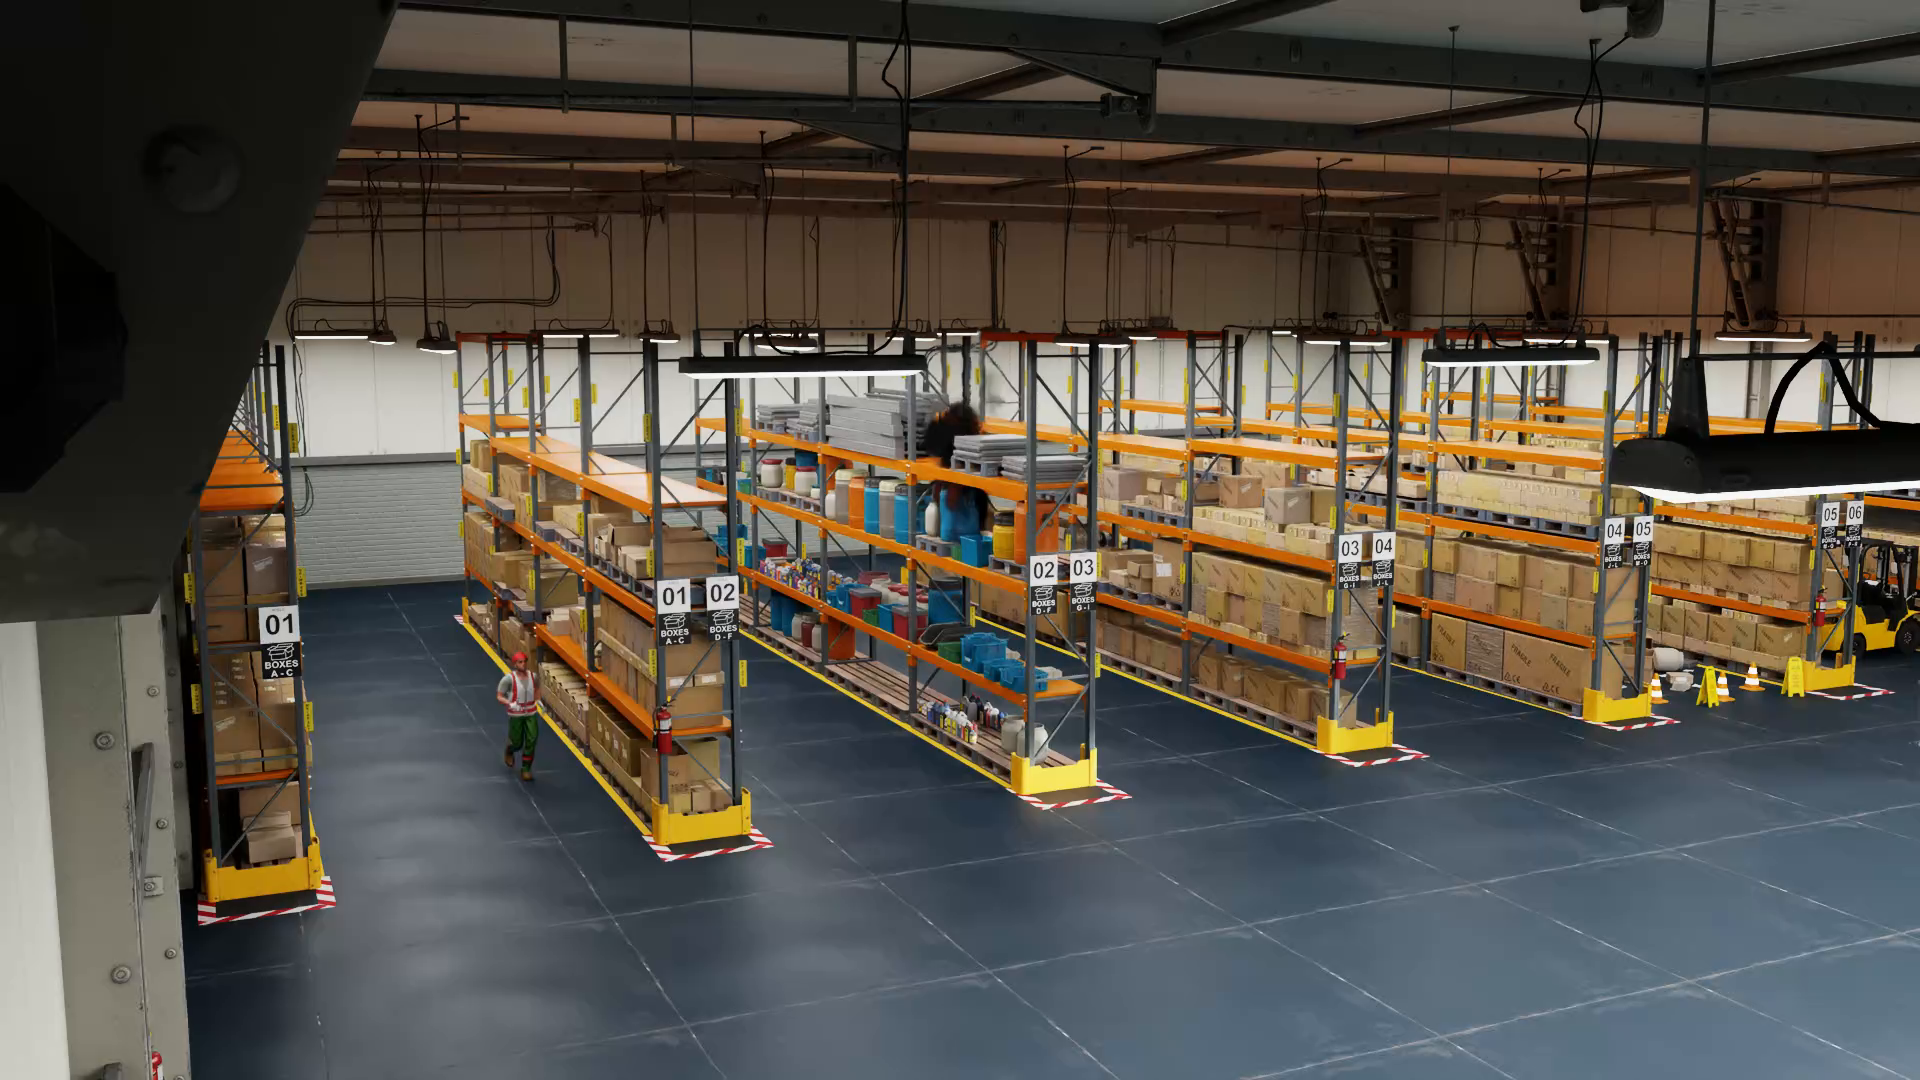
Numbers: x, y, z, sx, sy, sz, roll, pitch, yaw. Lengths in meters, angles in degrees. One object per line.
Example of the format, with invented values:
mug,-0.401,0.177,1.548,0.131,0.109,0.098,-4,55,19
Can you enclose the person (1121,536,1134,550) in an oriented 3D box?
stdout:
person,4.102,-0.208,42.208,0.909,1.720,0.723,-3,8,-21

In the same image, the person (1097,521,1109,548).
person,3.127,0.412,37.804,0.654,1.681,0.577,-4,9,-25

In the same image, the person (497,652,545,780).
person,-6.036,2.393,22.857,0.653,1.750,0.720,-6,10,-36
